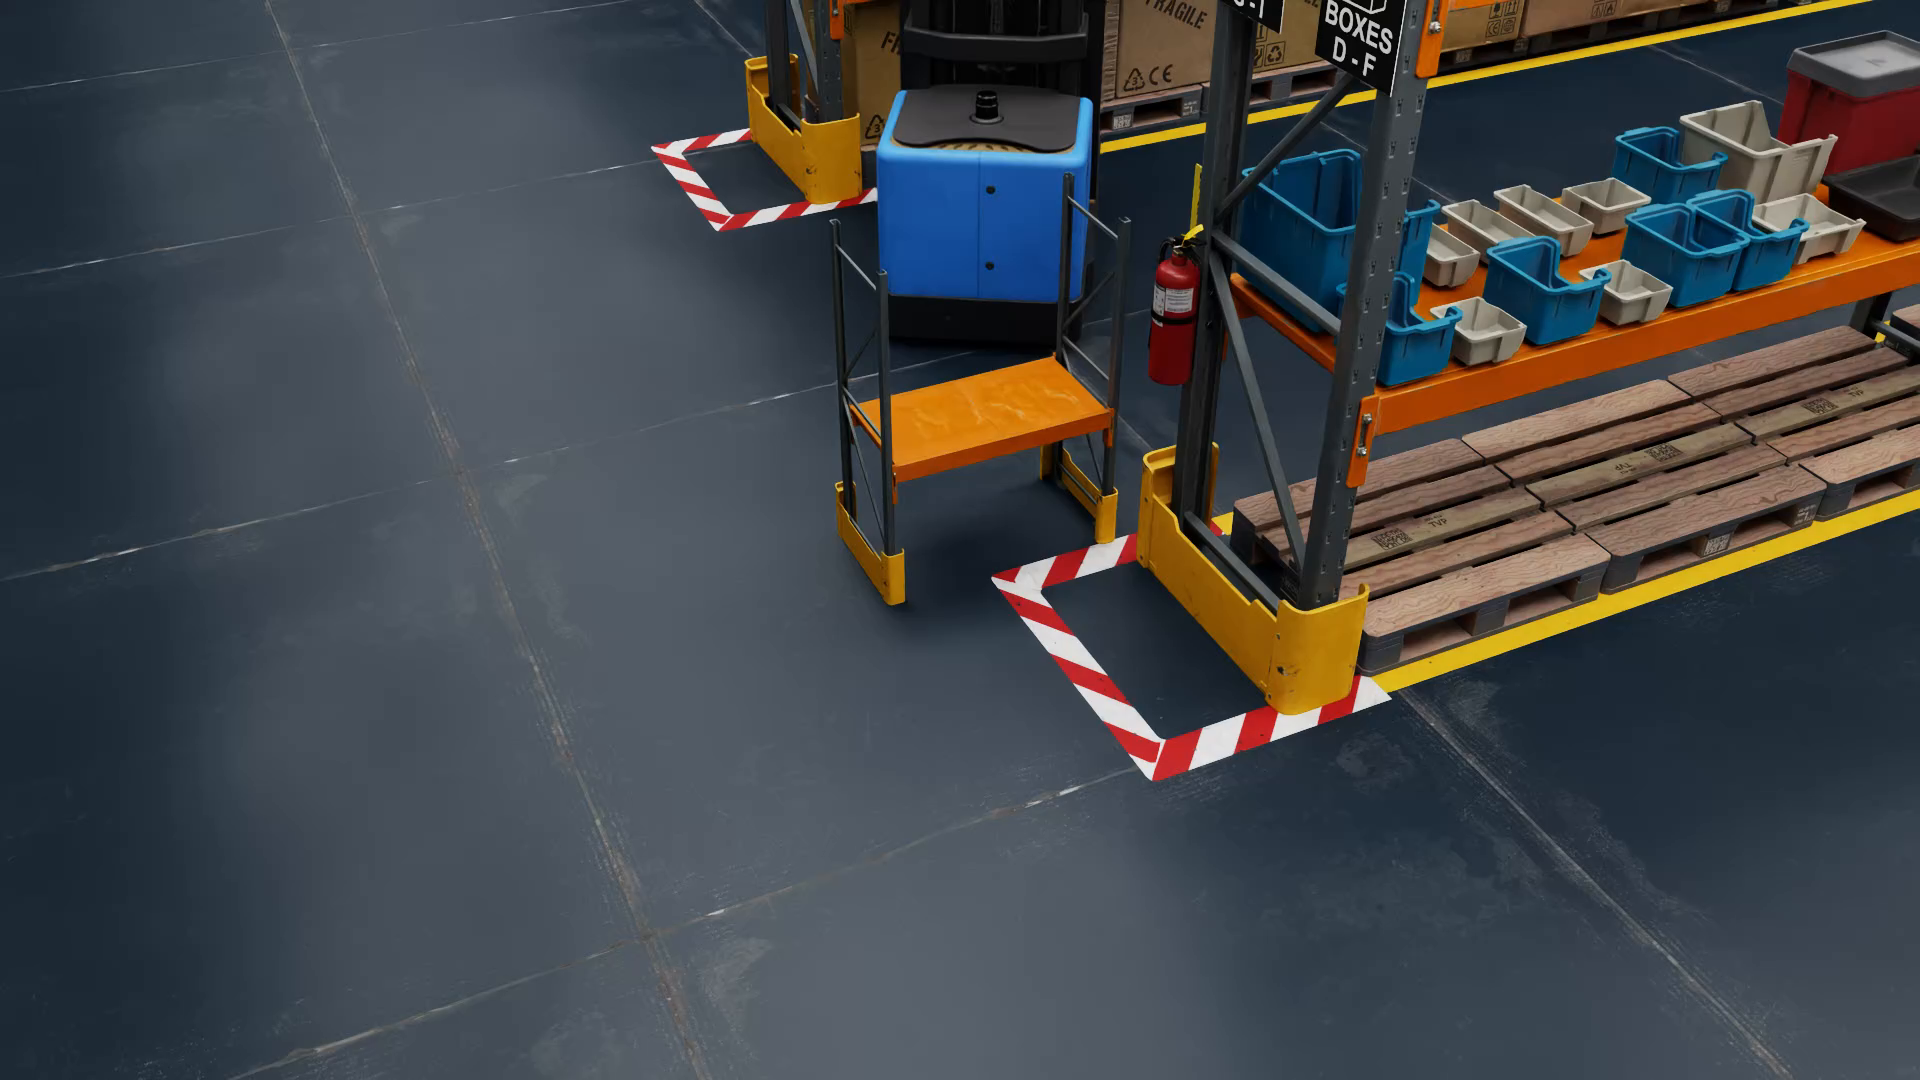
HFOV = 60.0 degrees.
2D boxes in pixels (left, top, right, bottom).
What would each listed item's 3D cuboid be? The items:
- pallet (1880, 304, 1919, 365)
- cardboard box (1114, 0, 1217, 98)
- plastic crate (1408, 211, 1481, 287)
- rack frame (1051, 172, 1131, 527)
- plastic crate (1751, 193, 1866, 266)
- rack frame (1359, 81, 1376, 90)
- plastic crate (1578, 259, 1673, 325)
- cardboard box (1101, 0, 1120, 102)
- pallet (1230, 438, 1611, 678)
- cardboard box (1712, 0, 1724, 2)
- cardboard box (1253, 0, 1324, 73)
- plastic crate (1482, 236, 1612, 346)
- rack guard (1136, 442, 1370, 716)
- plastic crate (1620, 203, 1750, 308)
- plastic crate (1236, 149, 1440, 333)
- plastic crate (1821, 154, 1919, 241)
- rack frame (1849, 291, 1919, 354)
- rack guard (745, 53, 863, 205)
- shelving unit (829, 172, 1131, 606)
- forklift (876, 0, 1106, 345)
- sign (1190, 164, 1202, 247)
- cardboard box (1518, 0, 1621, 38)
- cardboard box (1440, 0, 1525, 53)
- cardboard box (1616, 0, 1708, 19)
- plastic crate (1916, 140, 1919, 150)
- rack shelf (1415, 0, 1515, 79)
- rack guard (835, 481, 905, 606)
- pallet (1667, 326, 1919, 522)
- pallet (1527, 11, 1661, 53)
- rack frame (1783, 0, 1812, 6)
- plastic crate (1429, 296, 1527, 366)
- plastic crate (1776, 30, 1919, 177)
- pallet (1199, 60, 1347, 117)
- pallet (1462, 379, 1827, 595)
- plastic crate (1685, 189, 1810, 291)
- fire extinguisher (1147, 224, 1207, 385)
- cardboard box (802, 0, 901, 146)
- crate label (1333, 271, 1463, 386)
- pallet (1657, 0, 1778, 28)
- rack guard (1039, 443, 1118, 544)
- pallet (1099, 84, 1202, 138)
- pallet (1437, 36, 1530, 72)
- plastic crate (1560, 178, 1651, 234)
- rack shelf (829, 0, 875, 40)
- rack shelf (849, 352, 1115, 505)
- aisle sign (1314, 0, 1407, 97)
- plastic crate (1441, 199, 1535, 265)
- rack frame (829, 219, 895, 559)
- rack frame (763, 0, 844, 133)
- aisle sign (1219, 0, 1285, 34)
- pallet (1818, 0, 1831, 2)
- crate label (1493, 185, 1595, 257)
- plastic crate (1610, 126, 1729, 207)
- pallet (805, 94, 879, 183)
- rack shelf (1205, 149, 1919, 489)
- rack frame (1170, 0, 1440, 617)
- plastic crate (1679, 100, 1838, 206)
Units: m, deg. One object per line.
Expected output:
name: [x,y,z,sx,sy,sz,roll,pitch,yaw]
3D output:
pallet: [5.491,-0.959,8.365,1.213,0.211,1.003,-16,39,-20]
cardboard box: [1.224,-3.540,10.936,0.875,0.875,0.875,-16,39,-20]
plastic crate: [1.815,-1.116,6.407,0.243,0.136,0.396,-16,39,-20]
rack frame: [0.537,-0.753,7.006,0.032,1.500,0.500,-16,39,-20]
plastic crate: [3.326,-1.221,6.549,0.466,0.136,0.293,-16,39,-20]
rack frame: [2.670,-4.577,10.903,0.127,3.000,1.000,-16,39,-20]
plastic crate: [2.457,-0.905,6.123,0.298,0.136,0.250,-16,39,-20]
cardboard box: [0.418,-3.315,10.633,0.875,0.875,0.875,-16,39,-20]
pallet: [1.917,0.039,7.021,1.213,0.211,1.003,-16,39,-20]
cardboard box: [5.658,-4.741,12.555,0.875,0.875,1.225,-17,40,-22]
cardboard box: [2.039,-3.768,11.244,0.875,0.875,0.875,-16,39,-20]
plastic crate: [2.113,-0.902,6.038,0.300,0.233,0.416,-16,39,-20]
rack guard: [1.137,0.124,6.664,0.348,0.500,1.175,-16,39,-20]
plastic crate: [2.709,-1.068,6.263,0.300,0.233,0.416,-16,39,-20]
plastic crate: [1.377,-1.117,6.158,0.499,0.435,0.616,-16,39,-20]
plastic crate: [3.876,-1.391,6.788,0.590,0.125,0.437,-16,39,-20]
rack frame: [4.775,-1.906,7.302,0.127,3.000,1.000,-16,39,-20]
rack guard: [-0.972,-2.554,10.274,0.348,0.500,1.175,-16,39,-20]
shelving unit: [0.069,-0.622,6.829,1.083,1.500,0.587,-16,39,-20]
forklift: [0.248,-3.032,8.878,1.130,2.935,3.031,4,37,5]
sign: [0.905,-1.251,6.282,0.005,0.325,0.100,-16,39,-20]
cardboard box: [4.050,-4.292,11.949,0.875,0.875,1.225,-17,40,-21]
cardboard box: [3.241,-4.065,11.644,0.875,0.875,1.225,-15,39,-20]
cardboard box: [4.847,-4.520,12.257,0.875,0.875,1.225,-15,39,-20]
plastic crate: [4.293,-1.783,7.307,0.243,0.136,0.396,-16,39,-20]
rack shelf: [2.964,-2.315,5.940,4.000,0.370,1.077,-16,39,-20]
rack guard: [-0.382,0.006,7.032,0.087,0.250,0.587,-16,39,-20]
pallet: [4.126,-0.579,7.853,1.213,0.211,1.003,-16,39,-20]
pallet: [4.443,-4.004,12.471,1.213,0.211,1.003,-16,39,-20]
rack frame: [6.291,-5.589,12.268,0.127,3.000,1.000,-16,39,-20]
plastic crate: [1.843,-0.733,5.891,0.298,0.136,0.250,-16,39,-20]
plastic crate: [3.860,-1.865,7.142,0.583,0.464,0.402,-16,39,-20]
pallet: [1.949,-3.307,11.531,1.213,0.211,1.003,-16,39,-20]
pallet: [3.020,-0.268,7.434,1.213,0.211,1.003,-16,39,-20]
plastic crate: [2.981,-1.144,6.365,0.300,0.233,0.416,-16,39,-20]
fire extinguisher: [0.824,-0.919,6.350,0.183,0.674,0.296,-16,39,-20]
cardboard box: [-0.405,-3.085,10.322,0.875,0.875,0.875,-16,39,-20]
crate label: [1.517,-0.735,5.813,0.303,0.233,0.416,-16,39,-20]
pallet: [5.546,-4.310,12.884,1.213,0.211,1.003,-16,39,-20]
rack guard: [0.520,-0.246,7.371,0.087,0.250,0.587,-16,39,-20]
pallet: [0.843,-2.995,11.111,1.213,0.211,1.003,-16,39,-20]
pallet: [3.337,-3.693,12.052,1.213,0.211,1.003,-16,39,-20]
plastic crate: [2.585,-1.350,6.723,0.250,0.136,0.298,-16,39,-20]
rack shelf: [0.860,-3.782,10.435,4.000,0.370,1.077,-16,39,-20]
rack shelf: [0.077,-0.480,6.940,1.000,0.185,0.538,-16,39,-20]
aisle sign: [1.215,-1.759,4.922,0.004,0.787,0.394,-16,39,-20]
plastic crate: [2.083,-1.181,6.496,0.243,0.136,0.396,-16,39,-20]
rack frame: [-0.383,-0.495,6.659,0.032,1.500,0.500,-16,39,-20]
rack frame: [-0.951,-3.564,9.538,0.127,3.000,1.000,-16,39,-20]
aisle sign: [0.964,-2.077,5.351,0.004,0.787,0.394,-16,39,-20]
pallet: [6.999,-4.666,13.364,1.213,0.211,1.003,-16,39,-20]
crate label: [2.325,-1.265,6.608,0.243,0.136,0.396,-16,39,-20]
plastic crate: [2.904,-1.508,6.856,0.300,0.233,0.416,-16,39,-20]
pallet: [-0.260,-2.689,10.698,1.213,0.211,1.003,-16,39,-20]
rack shelf: [2.964,-1.111,6.833,4.000,0.370,1.077,-16,39,-20]
rack frame: [1.154,-0.893,5.937,0.127,3.000,1.000,-16,39,-20]
plastic crate: [3.314,-1.595,6.932,0.530,0.282,0.437,-16,39,-20]
